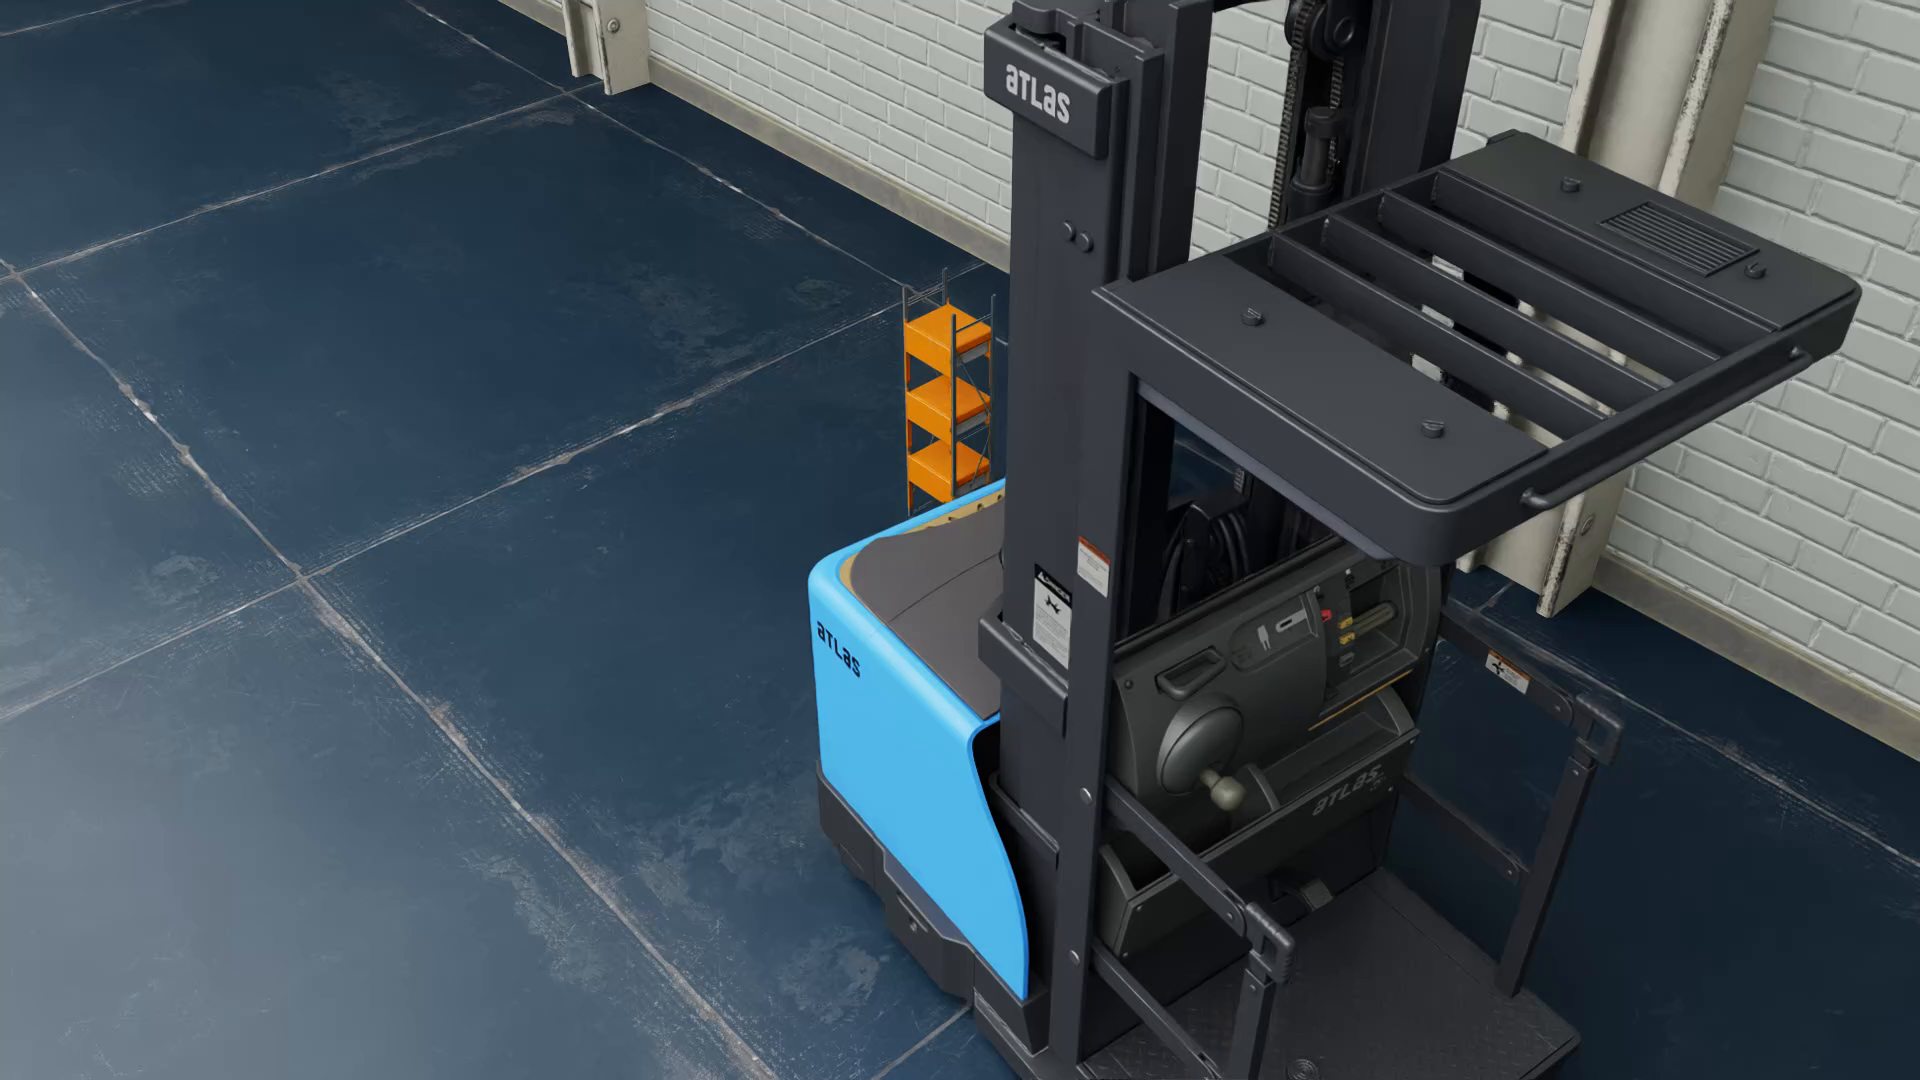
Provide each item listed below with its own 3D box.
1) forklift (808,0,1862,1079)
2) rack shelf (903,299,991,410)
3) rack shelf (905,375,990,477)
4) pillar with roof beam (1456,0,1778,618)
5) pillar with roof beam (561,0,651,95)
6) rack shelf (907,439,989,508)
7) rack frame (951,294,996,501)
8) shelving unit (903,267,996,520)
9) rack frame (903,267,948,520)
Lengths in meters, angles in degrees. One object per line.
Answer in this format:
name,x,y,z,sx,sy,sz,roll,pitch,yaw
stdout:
forklift,0.841,0.334,3.503,1.130,2.935,3.031,-24,45,-27
rack shelf,-0.036,-0.646,5.779,0.215,0.259,0.240,-30,48,-32
rack shelf,-0.036,-0.425,5.957,0.215,0.259,0.240,-30,48,-32
pillar with roof beam,-1.100,-1.548,1.005,9.100,9.000,0.400,-30,48,-32
pillar with roof beam,-5.158,-4.325,4.443,9.100,9.000,0.400,-30,48,-32
rack shelf,-0.036,-0.209,6.132,0.215,0.259,0.240,-30,48,-32
rack frame,0.046,-0.377,5.881,0.200,1.050,0.008,-30,48,-32
shelving unit,-0.036,-0.433,5.951,0.215,1.050,0.252,-30,48,-32
rack frame,-0.119,-0.490,6.021,0.200,1.050,0.008,-30,48,-32
